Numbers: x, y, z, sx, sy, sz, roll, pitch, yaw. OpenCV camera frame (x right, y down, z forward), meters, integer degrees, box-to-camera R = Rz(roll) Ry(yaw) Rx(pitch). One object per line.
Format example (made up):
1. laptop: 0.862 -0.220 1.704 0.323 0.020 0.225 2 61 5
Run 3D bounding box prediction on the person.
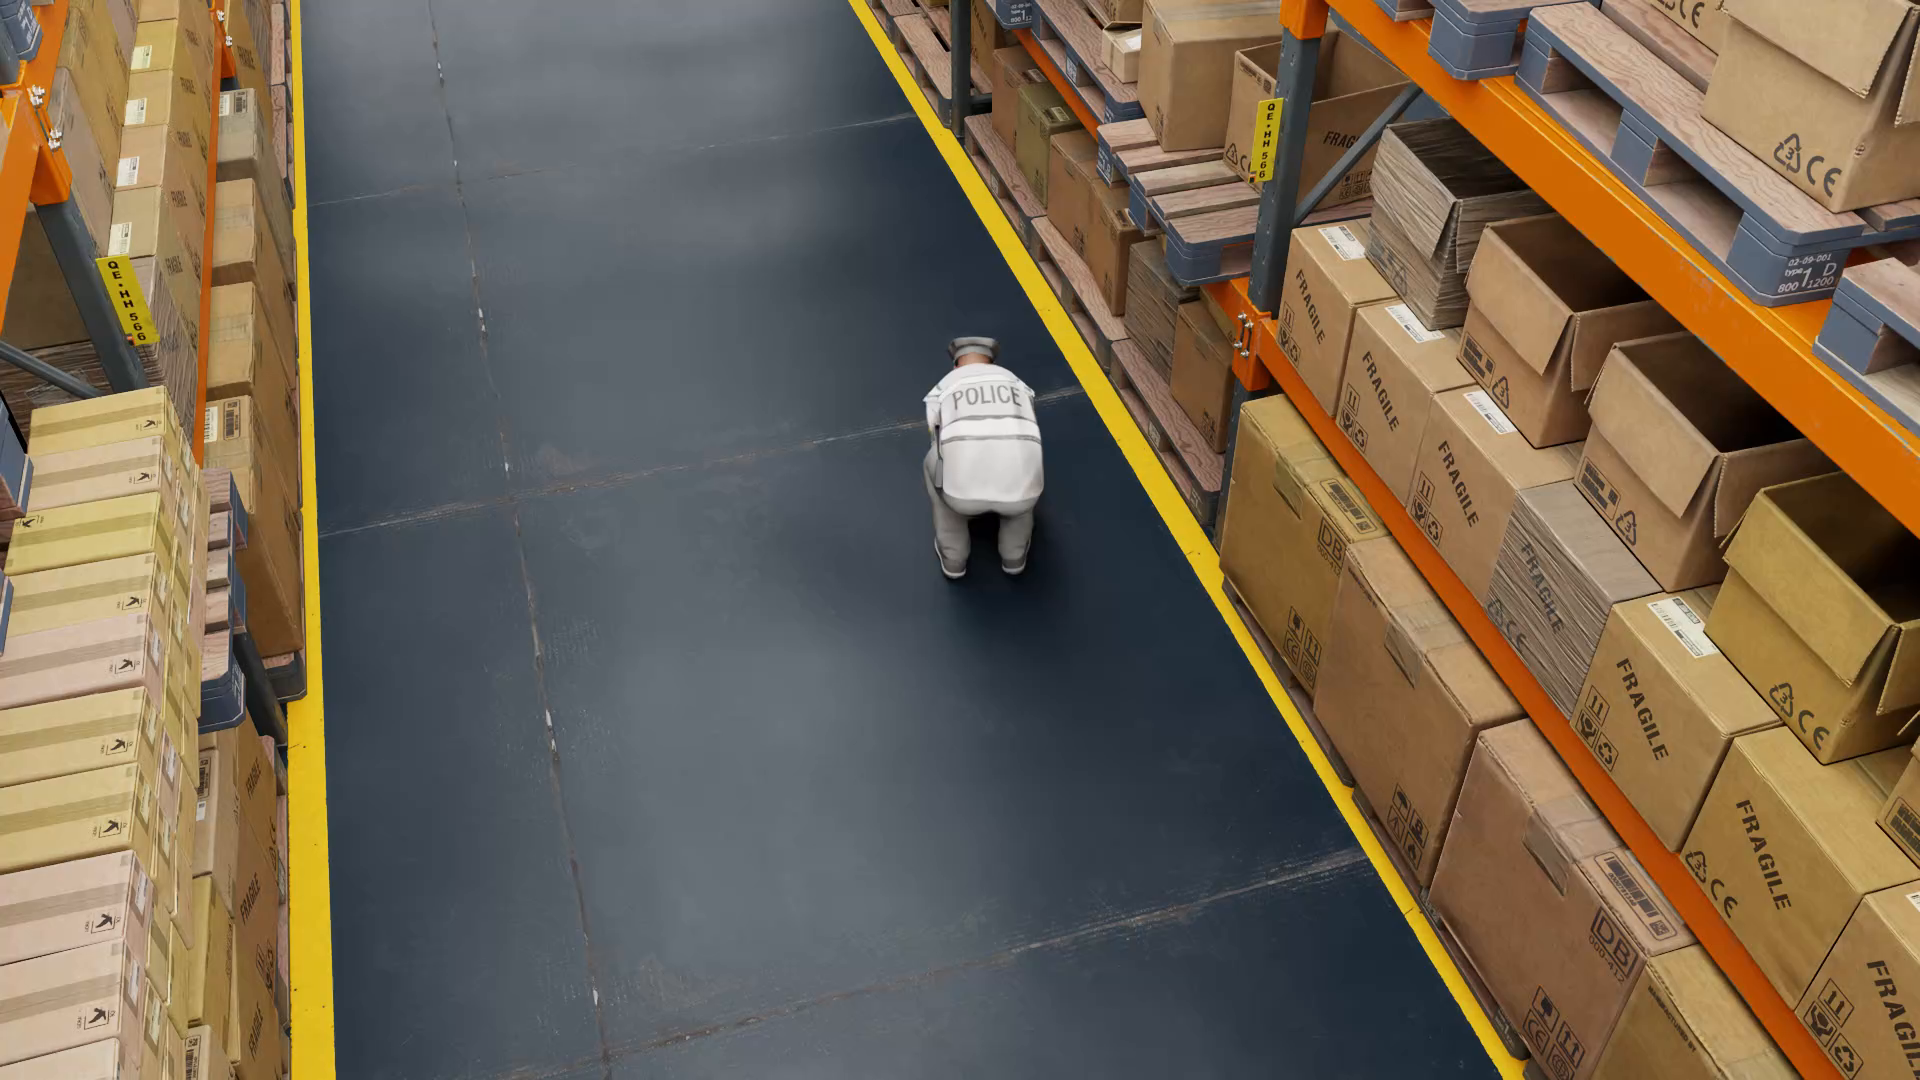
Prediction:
1. person: 0.103 -0.340 7.236 0.528 0.855 1.030 -1 42 -1
